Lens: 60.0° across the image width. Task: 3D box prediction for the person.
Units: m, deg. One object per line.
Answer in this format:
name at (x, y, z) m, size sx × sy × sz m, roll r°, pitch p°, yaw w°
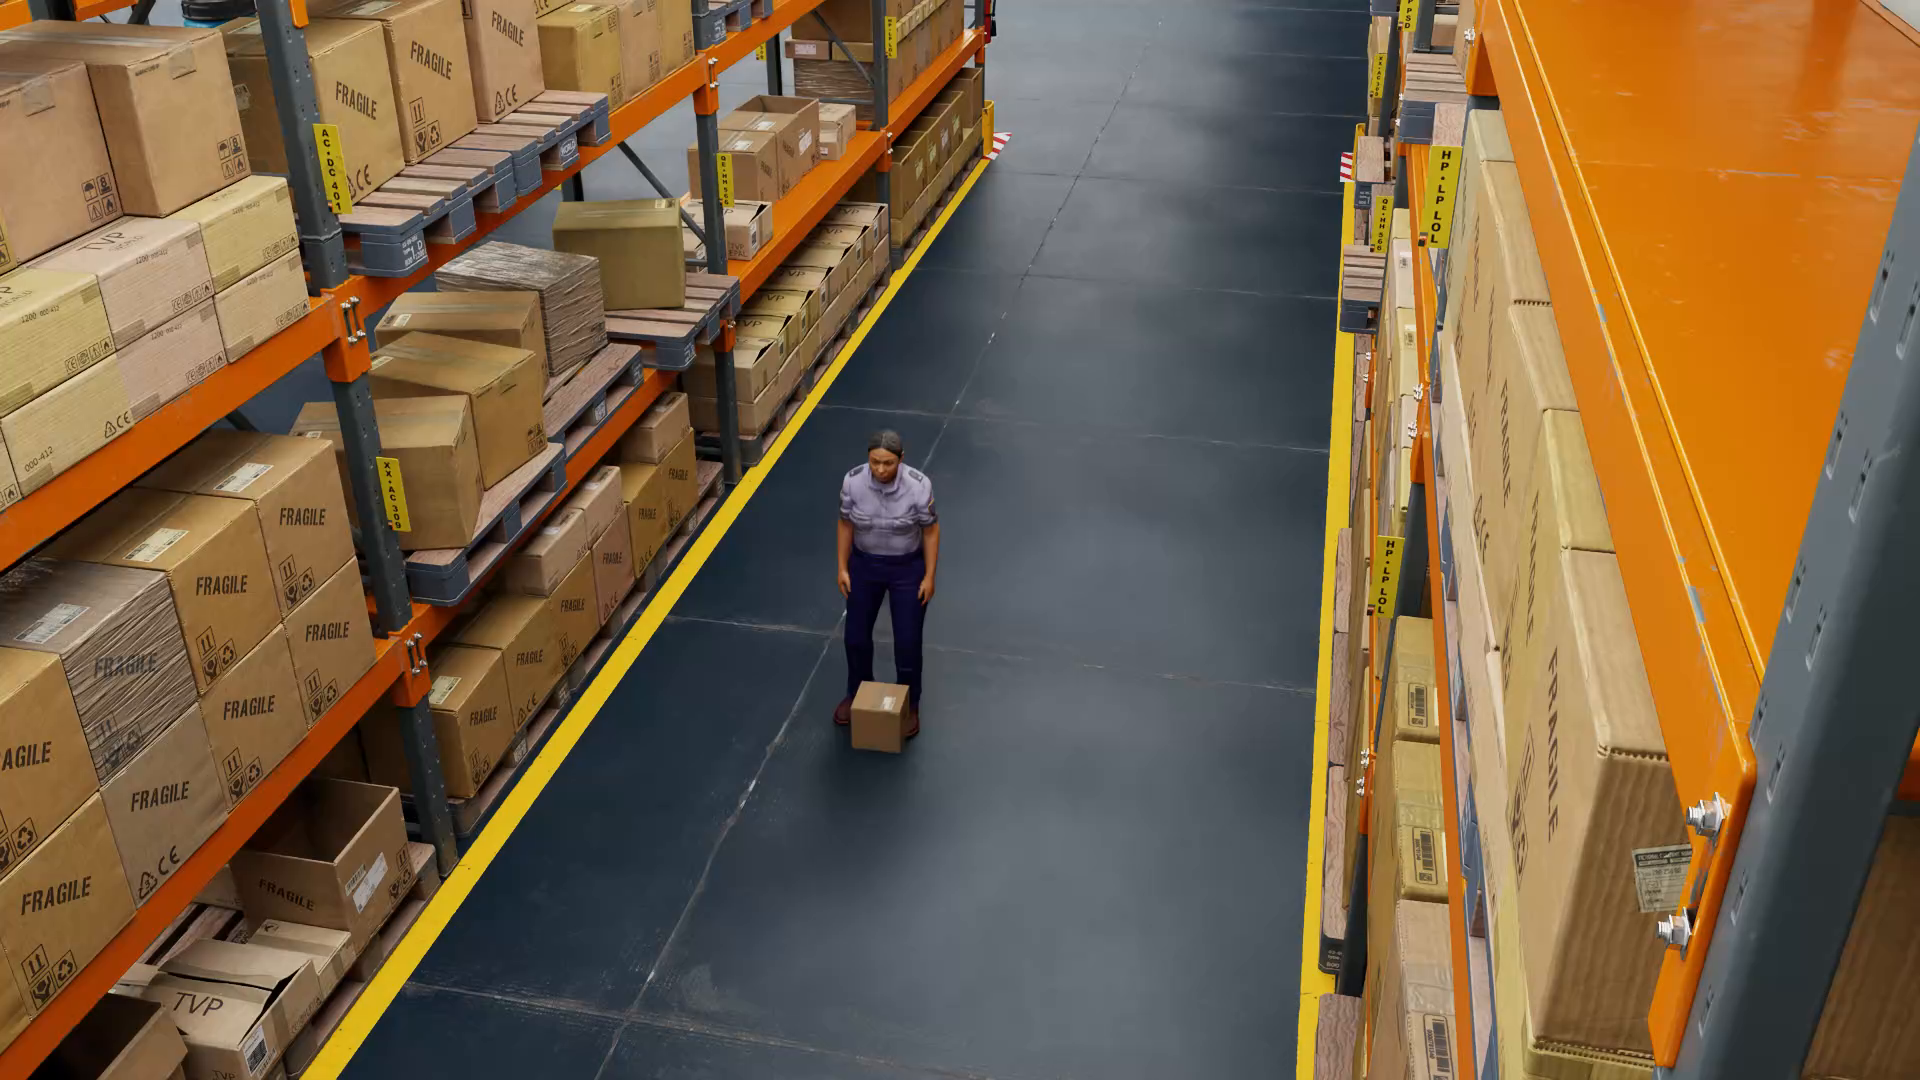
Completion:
person at (-0.376, 0.192, 8.288) m, size 0.539 × 1.637 × 0.422 m, roll 5°, pitch 29°, yaw 9°
